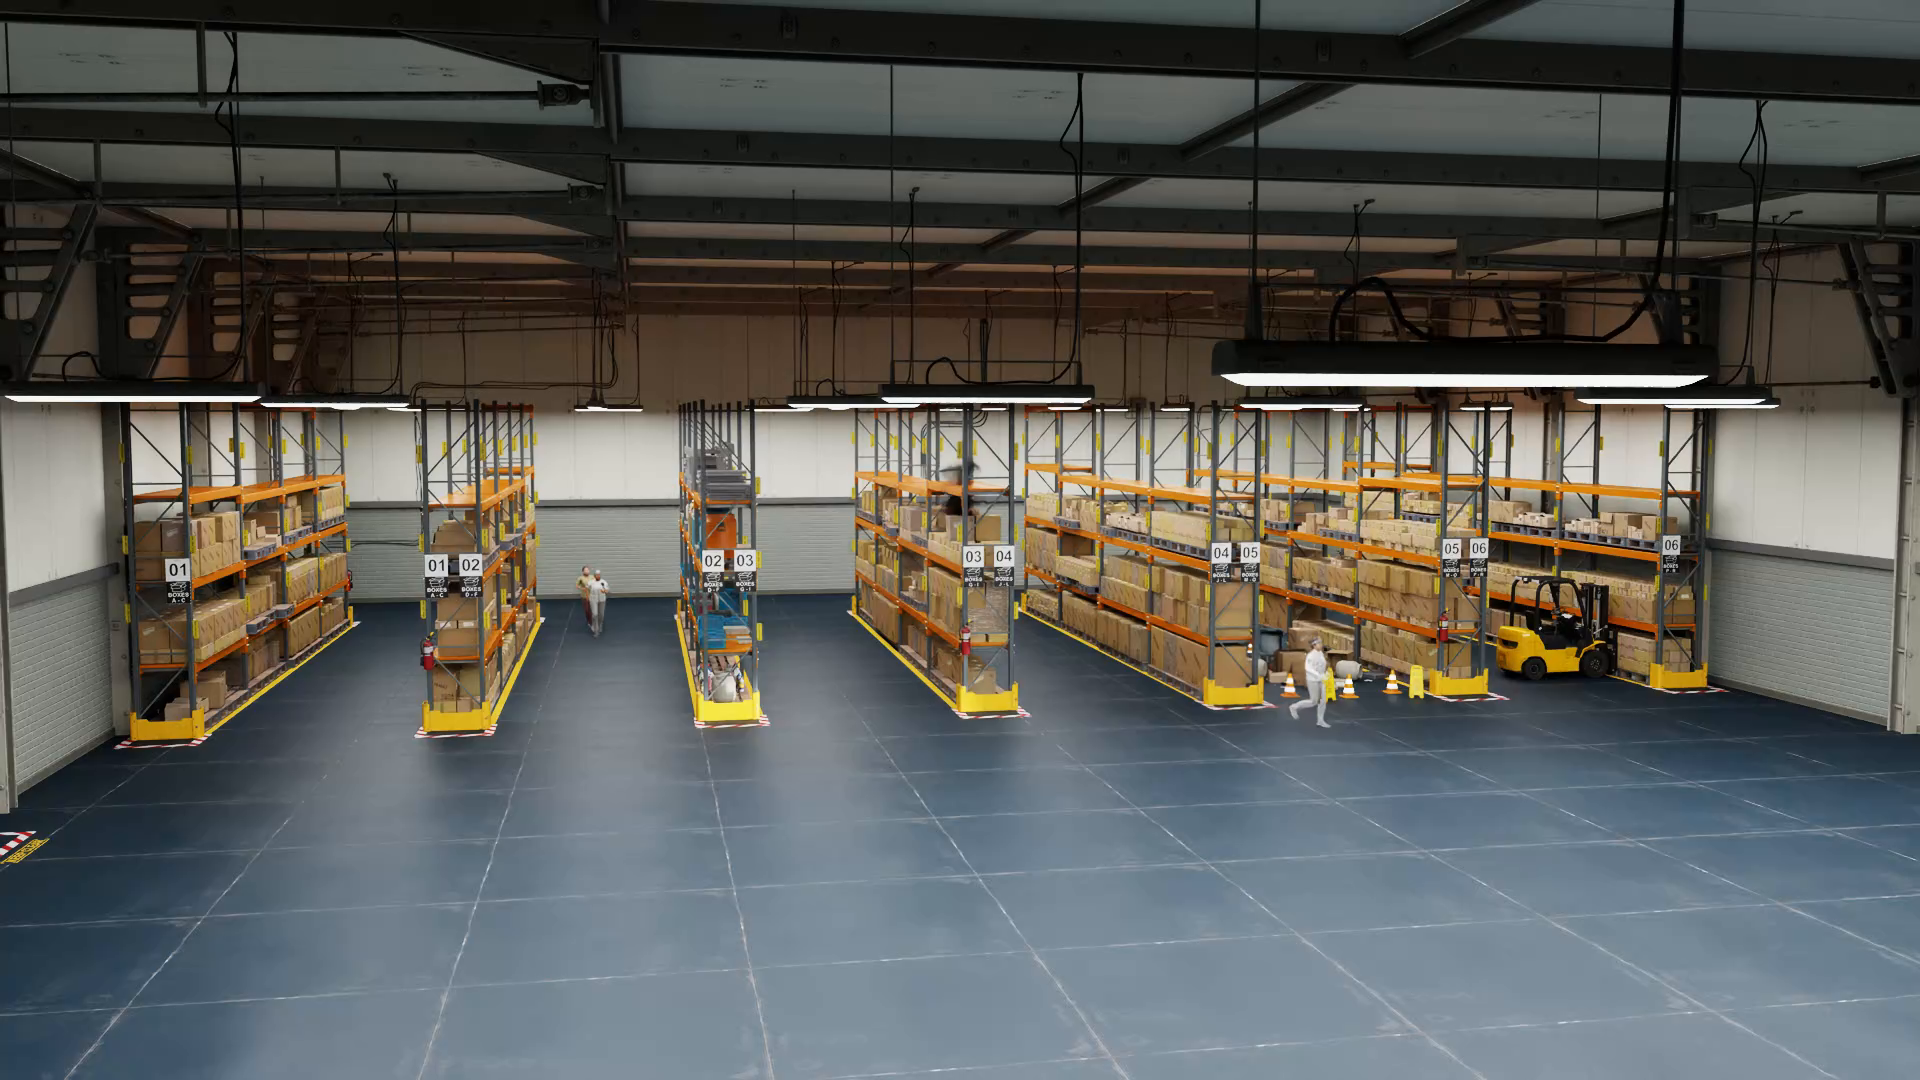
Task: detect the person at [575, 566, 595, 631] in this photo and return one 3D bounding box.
[{"bbox_3d":[-9.940,1.561,44.275,0.596,1.711,0.803,-1,5,-18],"label":"person"}]

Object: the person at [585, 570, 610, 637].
[{"bbox_3d":[-9.390,1.632,43.127,0.589,1.708,0.828,-2,5,-23],"label":"person"}]

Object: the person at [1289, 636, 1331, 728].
[{"bbox_3d":[6.491,2.591,30.598,0.769,1.694,0.624,3,5,36],"label":"person"}]
